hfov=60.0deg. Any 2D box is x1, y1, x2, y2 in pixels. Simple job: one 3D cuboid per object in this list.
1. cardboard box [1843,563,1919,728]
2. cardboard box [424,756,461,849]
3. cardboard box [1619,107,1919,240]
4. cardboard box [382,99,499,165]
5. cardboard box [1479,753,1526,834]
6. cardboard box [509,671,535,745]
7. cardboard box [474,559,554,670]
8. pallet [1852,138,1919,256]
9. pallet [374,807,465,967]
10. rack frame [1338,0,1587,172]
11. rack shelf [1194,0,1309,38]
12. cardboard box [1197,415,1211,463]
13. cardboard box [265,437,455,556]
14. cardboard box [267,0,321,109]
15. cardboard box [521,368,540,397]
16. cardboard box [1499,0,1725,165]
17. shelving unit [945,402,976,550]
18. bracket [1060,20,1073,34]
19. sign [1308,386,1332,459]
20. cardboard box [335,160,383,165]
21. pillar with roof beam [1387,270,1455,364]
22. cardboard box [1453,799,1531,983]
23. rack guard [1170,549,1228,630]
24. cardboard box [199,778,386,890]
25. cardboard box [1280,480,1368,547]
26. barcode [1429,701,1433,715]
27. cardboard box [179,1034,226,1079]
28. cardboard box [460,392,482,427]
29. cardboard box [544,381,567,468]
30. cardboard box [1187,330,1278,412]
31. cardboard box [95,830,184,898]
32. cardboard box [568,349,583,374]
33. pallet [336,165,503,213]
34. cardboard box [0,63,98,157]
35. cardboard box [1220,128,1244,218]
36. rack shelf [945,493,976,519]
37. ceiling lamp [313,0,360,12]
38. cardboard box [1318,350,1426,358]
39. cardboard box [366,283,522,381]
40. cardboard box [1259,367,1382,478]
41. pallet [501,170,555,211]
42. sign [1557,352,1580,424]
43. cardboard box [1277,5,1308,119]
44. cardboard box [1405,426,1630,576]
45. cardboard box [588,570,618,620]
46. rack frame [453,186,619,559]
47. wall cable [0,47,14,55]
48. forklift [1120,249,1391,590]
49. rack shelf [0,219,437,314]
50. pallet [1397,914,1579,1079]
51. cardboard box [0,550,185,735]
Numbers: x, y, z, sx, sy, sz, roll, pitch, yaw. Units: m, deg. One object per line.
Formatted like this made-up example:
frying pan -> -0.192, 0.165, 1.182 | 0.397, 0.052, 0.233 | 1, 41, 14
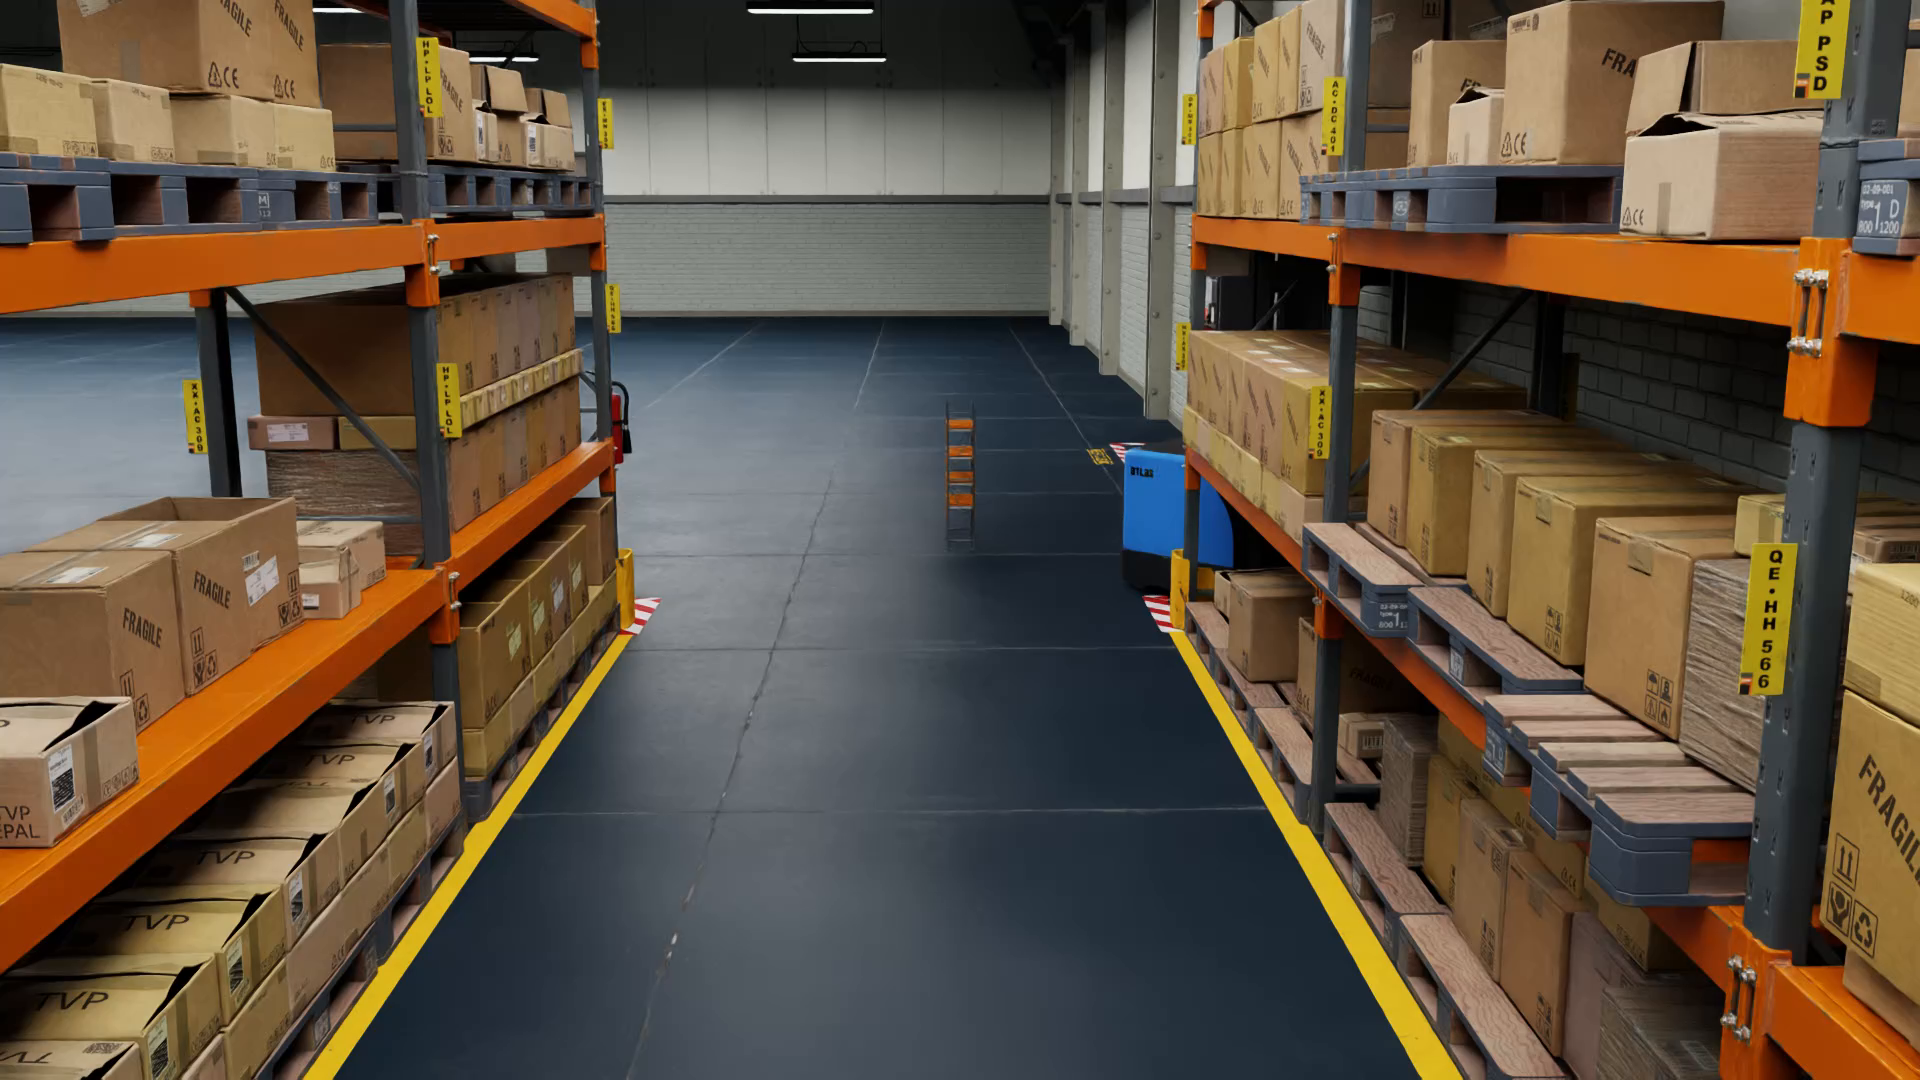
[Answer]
cardboard box -> 1.988, 0.216, 3.012 | 0.500, 0.250, 0.500 | 0, 11, 0
cardboard box -> -2.501, 1.140, 7.253 | 0.500, 0.250, 0.500 | 0, 11, -2
cardboard box -> 1.951, -0.887, 4.015 | 0.500, 0.311, 0.500 | 0, 11, -1
cardboard box -> -2.557, -1.992, 8.104 | 0.500, 0.311, 0.500 | -1, 12, -4
cardboard box -> 2.212, 0.876, 5.994 | 0.500, 0.250, 0.500 | -1, 11, -3
cardboard box -> -2.511, 0.866, 8.604 | 0.500, 0.250, 0.500 | 0, 11, -1
cardboard box -> -2.517, 0.399, 9.019 | 0.500, 0.500, 0.500 | 0, 11, -1
pallet -> 2.302, -0.558, 2.697 | 1.213, 0.211, 1.003 | 0, 11, 1
pallet -> -2.745, 1.430, 6.978 | 1.003, 0.211, 1.213 | 0, 11, -1
rack frame -> 2.153, -3.044, 6.929 | 1.000, 3.000, 0.127 | 0, 11, -1
rack shelf -> 2.112, -3.087, 8.960 | 1.077, 0.370, 4.000 | 0, 11, -1
cardboard box -> 1.788, -0.634, 10.465 | 0.500, 0.250, 0.500 | -1, 11, -3
cardboard box -> -2.815, -0.220, 7.846 | 0.700, 0.500, 0.500 | -1, 11, -3
cardboard box -> -2.826, -1.930, 6.417 | 0.500, 0.500, 0.500 | 0, 11, 0
cardboard box -> -2.656, -0.912, 9.627 | 0.380, 0.149, 0.250 | 0, 11, 0
cardboard box -> 2.110, -1.474, 5.430 | 0.500, 0.500, 0.500 | -1, 11, -3
shelving unit -> 0.003, -0.555, 14.278 | 0.258, 1.200, 0.503 | 0, 11, -1
bracket -> 2.107, -10.154, 32.924 | 0.235, 0.232, 0.430 | 0, 11, -1
sign -> 1.611, -0.524, 7.421 | 0.100, 0.325, 0.005 | 0, 11, -1
cardboard box -> -3.098, -1.943, 8.269 | 0.380, 0.149, 0.250 | 0, 11, -1
pillar with roof beam -> -1.354, -3.686, 10.093 | 9.100, 9.000, 0.400 | 0, 11, -1
cardboard box -> 2.216, 1.256, 6.003 | 0.700, 0.500, 0.500 | 0, 11, -1
rack guard -> 2.072, 0.341, 11.619 | 1.175, 0.500, 0.348 | 0, 11, -1
cardboard box -> -2.479, 1.066, 6.208 | 0.500, 0.311, 0.500 | 0, 11, -1
cardboard box -> 1.840, -0.133, 7.996 | 0.500, 0.250, 0.500 | 0, 11, -1
barcode -> 2.435, 0.873, 8.597 | 0.001, 0.075, 0.075 | 0, 11, -1
cardboard box -> -2.445, 1.649, 4.745 | 0.500, 0.250, 0.500 | -1, 11, -3
cardboard box -> -2.631, -0.657, 8.370 | 0.380, 0.149, 0.250 | 0, 11, -2
cardboard box -> -2.870, -0.729, 10.359 | 0.700, 0.500, 0.500 | 0, 11, 0
cardboard box -> 1.780, -1.106, 10.909 | 0.500, 0.500, 0.500 | 0, 11, -1
cardboard box -> -3.007, 1.173, 5.681 | 0.500, 0.311, 0.500 | 0, 11, 0
cardboard box -> -2.684, -1.169, 10.896 | 0.380, 0.149, 0.250 | 0, 11, -2
pallet -> -2.843, -1.679, 7.967 | 1.003, 0.211, 1.213 | 0, 11, -1
cardboard box -> -2.812, -1.198, 4.695 | 0.500, 0.250, 0.500 | 0, 11, -2
cardboard box -> 1.818, -2.150, 9.766 | 0.500, 0.500, 0.500 | 0, 11, 1
rack shelf -> 0.003, -0.295, 14.330 | 0.258, 0.148, 0.480 | 0, 11, -1
ceiling lamp -> -9.700, -9.898, 26.033 | 2.000, 3.185, 0.800 | 0, 11, -1
cardboard box -> 2.319, -0.807, 9.432 | 0.500, 0.500, 0.500 | 0, 11, 0
cardboard box -> -2.846, -1.155, 9.192 | 0.700, 0.500, 0.500 | 0, 11, -1
cardboard box -> 1.818, -0.599, 8.410 | 0.500, 0.500, 0.500 | 0, 11, -1
pallet -> -2.865, -1.921, 9.160 | 1.003, 0.211, 1.213 | 0, 11, -1
sign -> 2.708, -0.674, 7.425 | 0.100, 0.325, 0.005 | 0, 11, -1
cardboard box -> 1.850, -2.330, 8.141 | 0.500, 0.500, 0.500 | 0, 11, 2
cardboard box -> 2.134, -0.156, 6.425 | 0.700, 0.500, 0.500 | 1, 12, 5
cardboard box -> -2.576, 0.369, 11.053 | 0.500, 0.250, 0.500 | 0, 11, -1
rack frame -> -2.882, -0.878, 11.341 | 1.000, 3.000, 0.127 | 0, 11, -1
wall cable -> -25.198, -11.093, 41.711 | 3.097, 2.526, 0.112 | 0, 11, -1
forklift -> 2.650, -0.943, 11.835 | 3.031, 2.935, 1.130 | 11, 16, 42
rack shelf -> -2.758, -0.802, 5.235 | 1.077, 0.370, 4.000 | 0, 11, -1
pallet -> 2.199, 1.661, 5.842 | 1.003, 0.211, 1.213 | 0, 11, -1
cardboard box -> -2.768, 0.330, 5.136 | 0.500, 0.500, 0.500 | -1, 11, -4
